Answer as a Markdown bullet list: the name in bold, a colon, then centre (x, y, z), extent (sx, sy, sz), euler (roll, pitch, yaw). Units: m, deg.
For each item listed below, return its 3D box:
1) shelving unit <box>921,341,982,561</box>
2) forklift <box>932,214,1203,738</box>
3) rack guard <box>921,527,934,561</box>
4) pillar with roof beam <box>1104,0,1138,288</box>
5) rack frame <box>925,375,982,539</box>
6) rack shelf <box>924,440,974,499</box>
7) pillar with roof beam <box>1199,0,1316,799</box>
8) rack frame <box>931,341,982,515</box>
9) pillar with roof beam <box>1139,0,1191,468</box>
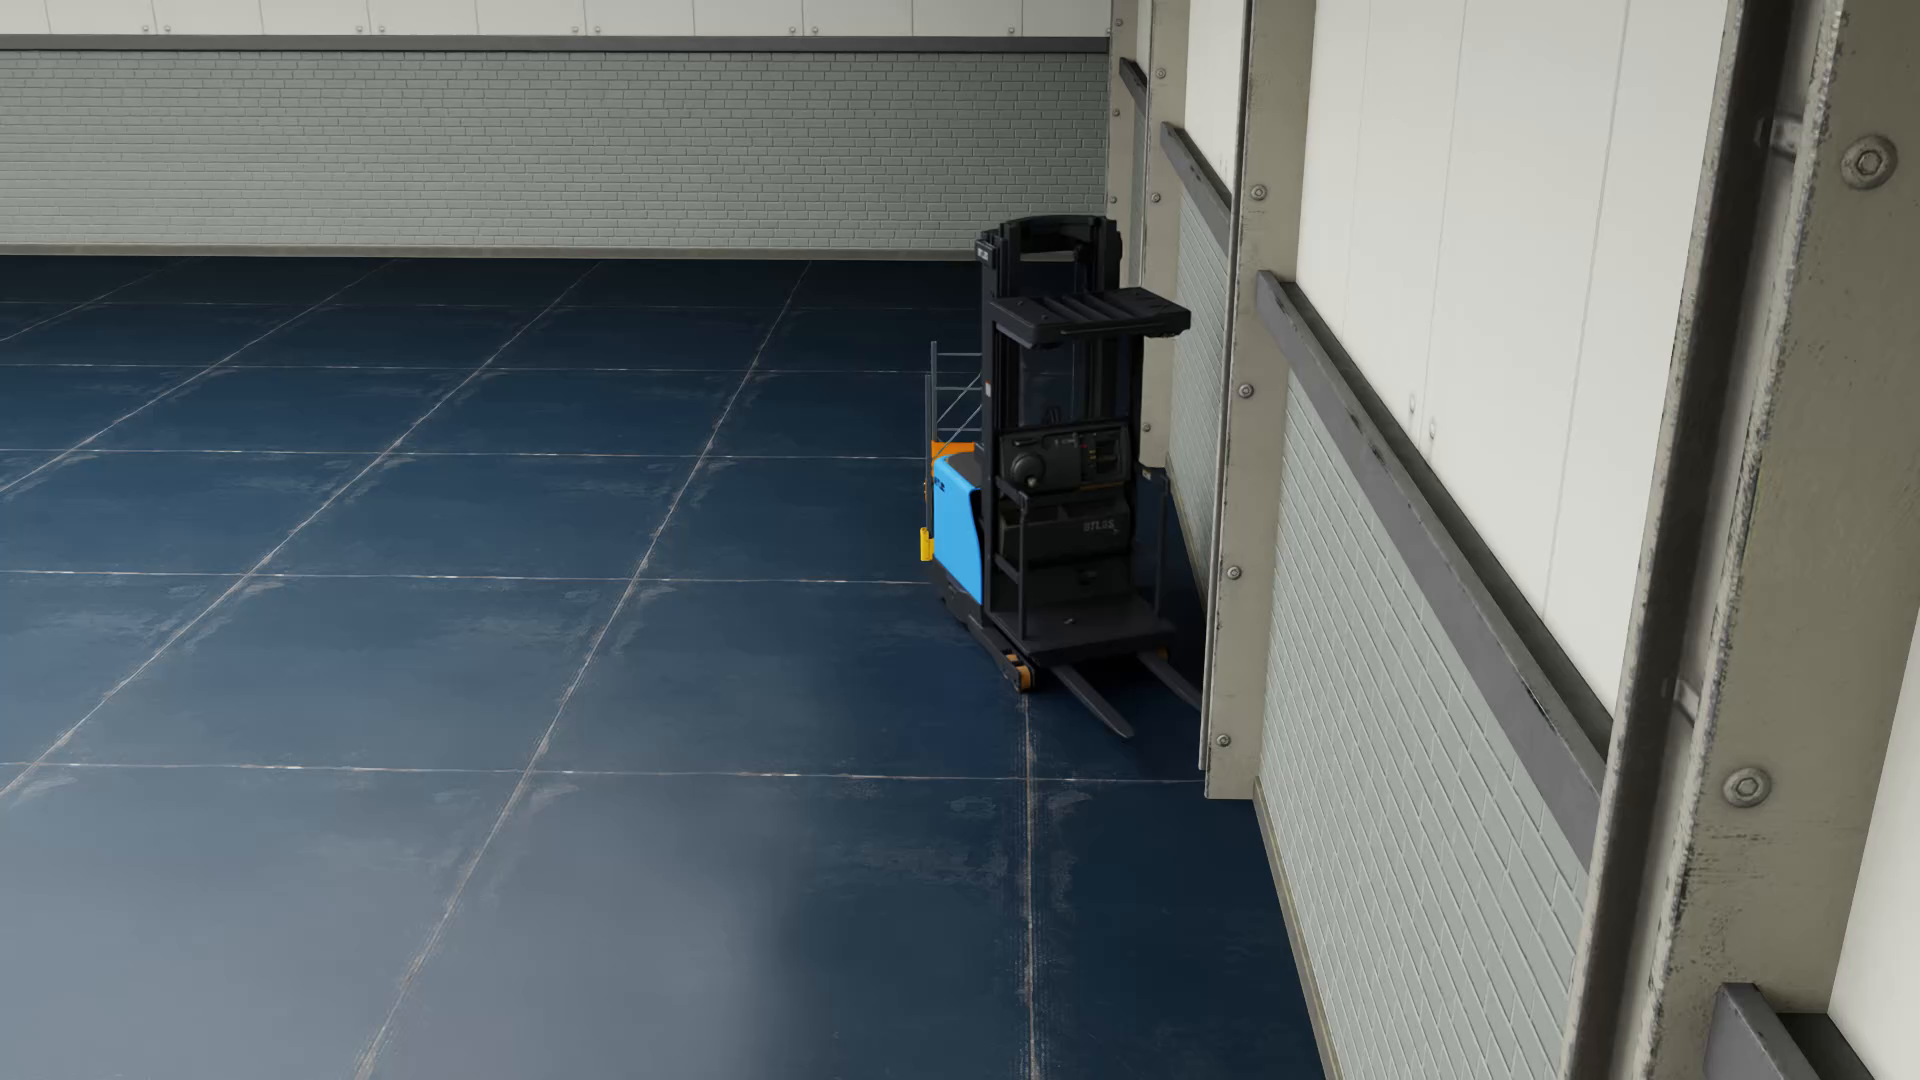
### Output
- **shelving unit**: centre (0.002, -0.727, 13.329), extent (0.587, 1.500, 1.083), euler (1, 21, 2)
- **forklift**: centre (0.778, -0.540, 10.868), extent (1.130, 2.935, 3.031), euler (-8, 22, -19)
- **rack guard**: centre (-0.013, 0.036, 13.091), extent (0.587, 0.250, 0.087), euler (1, 21, 2)
- **pillar with roof beam**: centre (-2.351, -7.150, 19.516), extent (9.100, 9.000, 0.400), euler (1, 21, 2)
- **rack frame**: centre (-0.013, -0.546, 12.863), extent (0.500, 1.500, 0.032), euler (1, 21, 2)
- **rack shelf**: centre (0.003, -0.562, 13.402), extent (0.538, 0.185, 1.000), euler (1, 21, 2)
- **pillar with roof beam**: centre (-2.716, -2.811, 8.334), extent (9.100, 9.000, 0.400), euler (1, 21, 2)
- **rack frame**: centre (0.018, -0.914, 13.811), extent (0.500, 1.500, 0.032), euler (1, 21, 2)
- **pillar with roof beam**: centre (-2.534, -4.981, 13.925), extent (9.100, 9.000, 0.400), euler (1, 21, 2)
